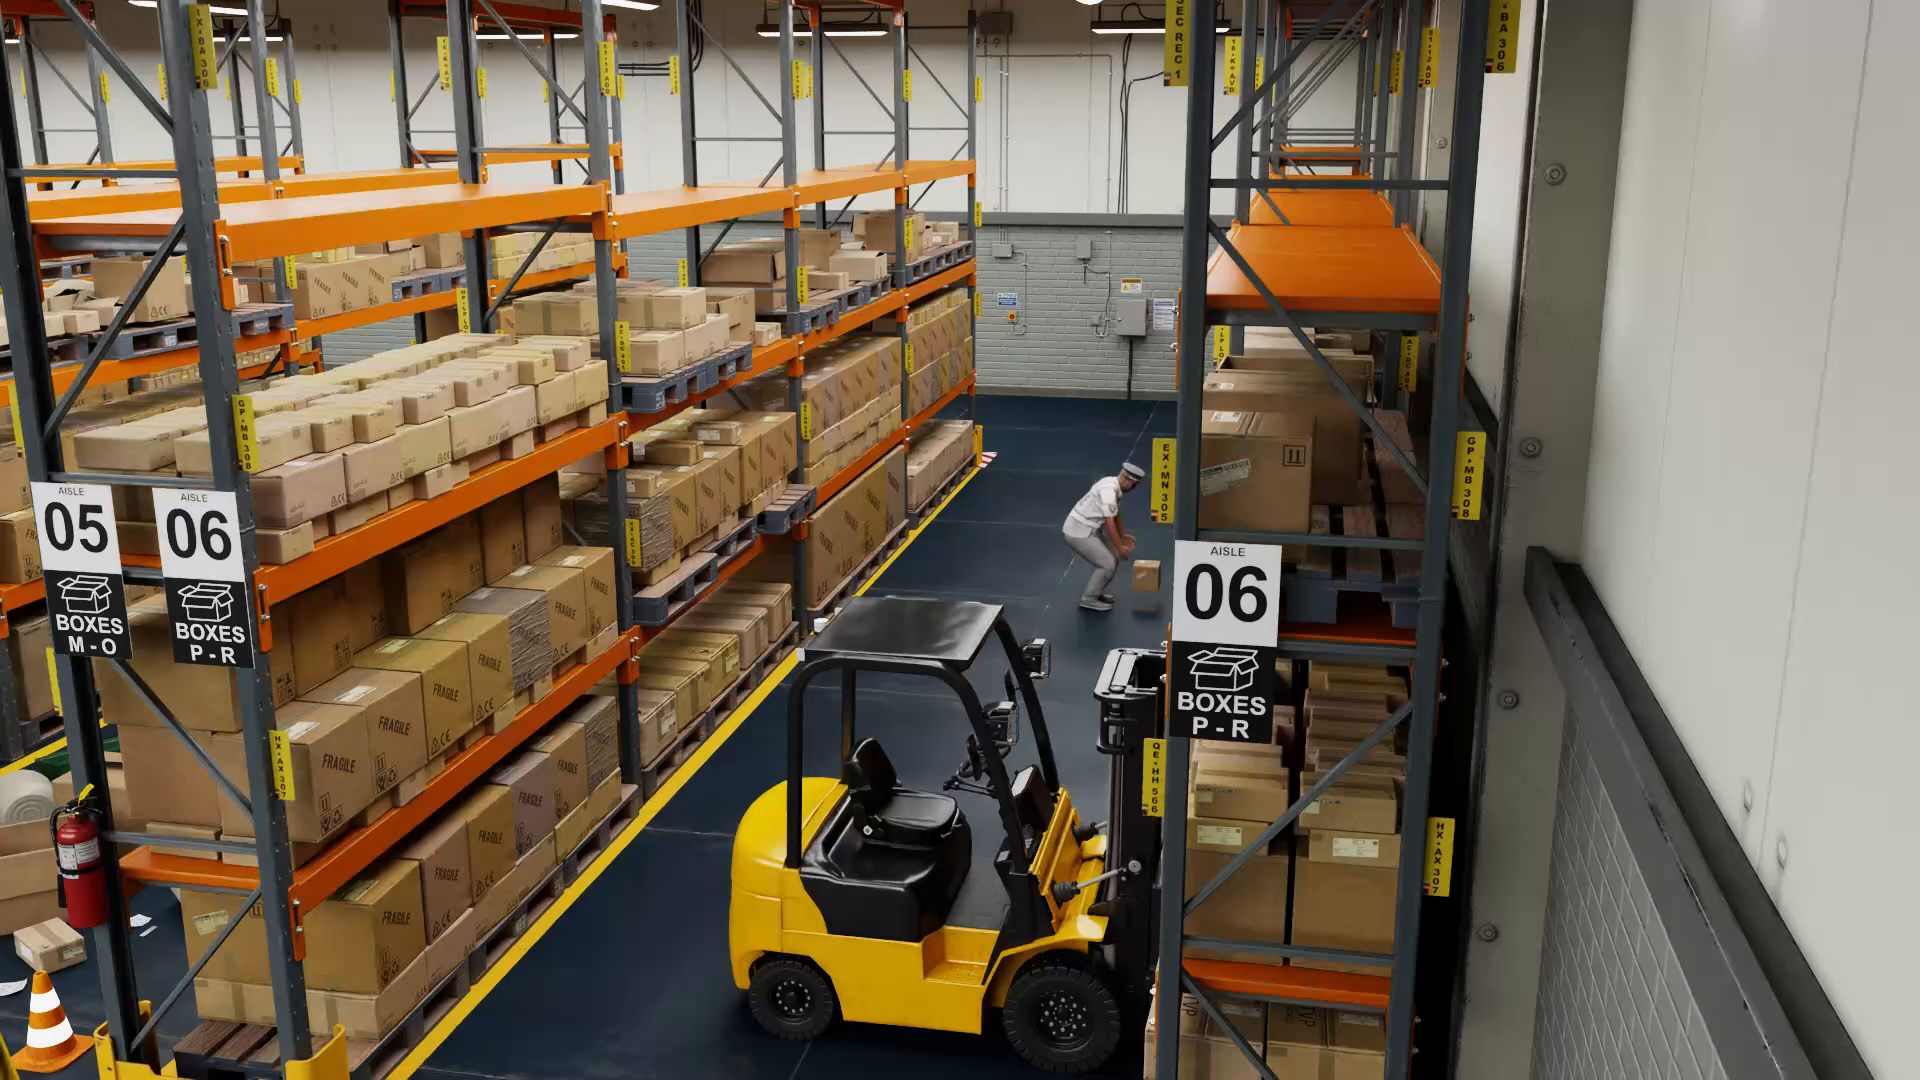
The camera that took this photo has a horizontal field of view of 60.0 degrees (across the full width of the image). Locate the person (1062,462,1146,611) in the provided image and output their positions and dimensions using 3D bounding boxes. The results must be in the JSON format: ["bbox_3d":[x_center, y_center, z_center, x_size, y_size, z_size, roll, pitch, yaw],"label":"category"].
[{"bbox_3d":[1.411,-0.057,16.355,0.790,1.440,0.590,3,15,11],"label":"person"}]
